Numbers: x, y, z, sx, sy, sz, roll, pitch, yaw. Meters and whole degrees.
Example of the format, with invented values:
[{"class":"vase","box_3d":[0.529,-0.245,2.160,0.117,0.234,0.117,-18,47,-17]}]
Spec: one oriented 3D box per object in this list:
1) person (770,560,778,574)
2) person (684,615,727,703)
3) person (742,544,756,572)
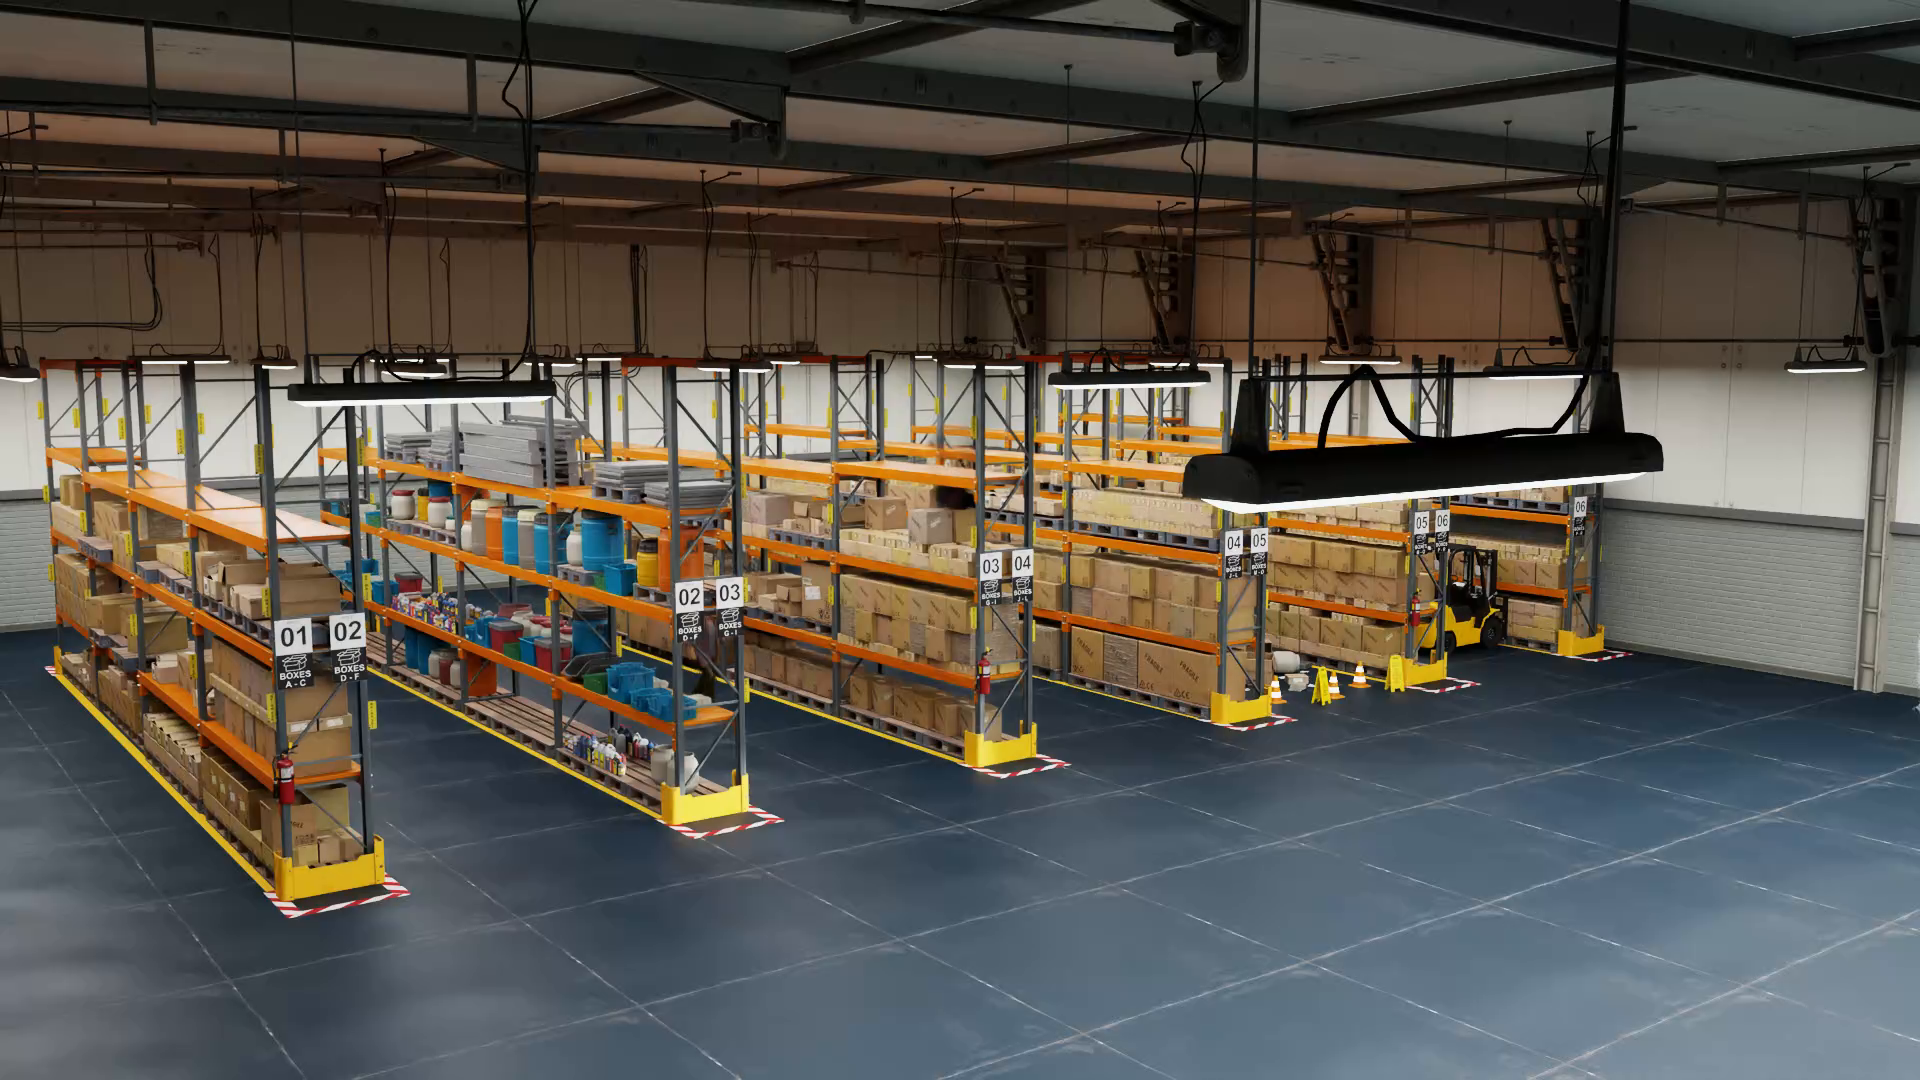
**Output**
[{"class":"person","box_3d":[-4.663,0.461,41.973,0.819,1.715,0.701,2,7,18]},{"class":"person","box_3d":[-4.354,2.018,28.613,0.937,1.845,0.666,6,9,42]},{"class":"person","box_3d":[-5.251,0.467,41.450,0.679,1.830,0.837,6,9,43]}]
